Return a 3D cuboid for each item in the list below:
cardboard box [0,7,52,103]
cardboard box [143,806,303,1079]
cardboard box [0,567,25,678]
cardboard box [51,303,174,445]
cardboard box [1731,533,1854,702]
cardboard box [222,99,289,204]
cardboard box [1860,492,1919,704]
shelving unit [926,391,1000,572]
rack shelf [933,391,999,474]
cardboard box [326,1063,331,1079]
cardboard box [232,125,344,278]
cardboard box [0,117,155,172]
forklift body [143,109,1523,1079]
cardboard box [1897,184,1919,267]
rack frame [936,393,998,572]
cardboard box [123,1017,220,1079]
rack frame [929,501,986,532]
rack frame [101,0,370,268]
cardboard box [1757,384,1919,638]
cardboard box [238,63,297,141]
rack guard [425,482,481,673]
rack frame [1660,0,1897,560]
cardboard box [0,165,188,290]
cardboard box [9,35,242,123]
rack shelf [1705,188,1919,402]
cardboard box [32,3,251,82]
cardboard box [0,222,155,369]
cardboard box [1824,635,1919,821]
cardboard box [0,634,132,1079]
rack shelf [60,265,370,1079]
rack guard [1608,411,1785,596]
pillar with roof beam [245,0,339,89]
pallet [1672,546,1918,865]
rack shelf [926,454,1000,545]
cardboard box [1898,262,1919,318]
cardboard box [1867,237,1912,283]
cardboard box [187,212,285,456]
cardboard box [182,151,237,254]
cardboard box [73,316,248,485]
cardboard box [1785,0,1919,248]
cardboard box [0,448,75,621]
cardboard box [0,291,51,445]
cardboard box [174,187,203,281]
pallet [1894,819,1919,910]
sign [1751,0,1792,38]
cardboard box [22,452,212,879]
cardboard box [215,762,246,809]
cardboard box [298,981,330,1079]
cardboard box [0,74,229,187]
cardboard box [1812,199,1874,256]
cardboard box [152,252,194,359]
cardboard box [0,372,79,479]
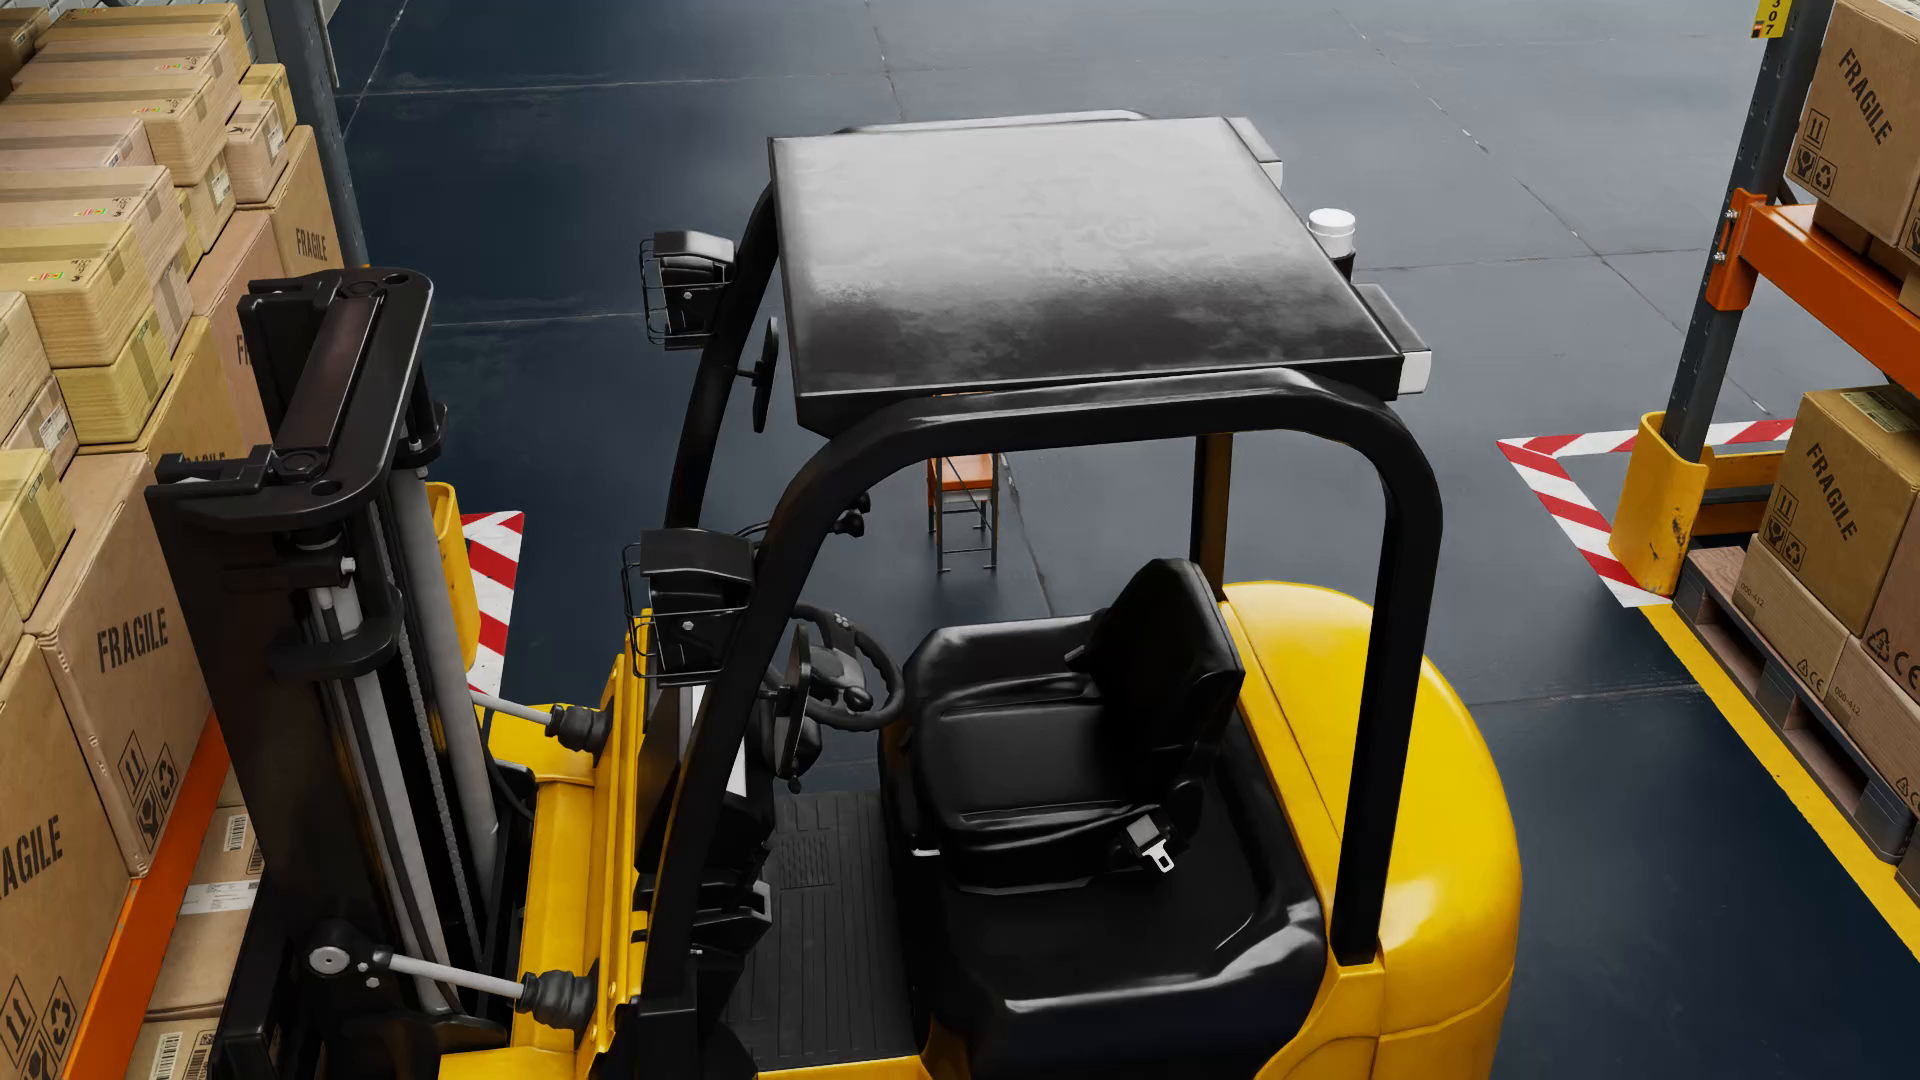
[{"bbox_3d":[-2.273,-1.085,3.749,0.380,0.149,0.250,-5,35,-7],"label":"cardboard box"},{"bbox_3d":[-1.522,0.776,3.129,0.500,0.250,0.500,-5,35,-7],"label":"cardboard box"},{"bbox_3d":[-1.494,0.153,2.198,0.380,0.149,0.250,-5,35,-8],"label":"cardboard box"},{"bbox_3d":[-1.585,-0.279,2.831,0.380,0.149,0.250,-4,34,-6],"label":"cardboard box"},{"bbox_3d":[2.646,0.200,4.862,0.500,0.250,0.500,-5,35,-7],"label":"cardboard box"},{"bbox_3d":[-1.718,-0.853,3.673,0.380,0.149,0.250,-4,34,-6],"label":"cardboard box"},{"bbox_3d":[2.725,0.195,4.204,0.500,0.500,0.500,-6,35,-8],"label":"cardboard box"},{"bbox_3d":[0.007,-0.404,5.411,0.215,1.050,0.252,-4,35,-6],"label":"shelving unit"},{"bbox_3d":[0.007,-0.395,5.416,0.215,0.259,0.240,-4,35,-6],"label":"rack shelf"},{"bbox_3d":[-1.522,1.191,3.407,0.500,0.250,0.500,-3,34,-5],"label":"cardboard box"},{"bbox_3d":[-1.780,-0.643,3.940,0.500,0.500,0.500,-5,35,-7],"label":"cardboard box"},{"bbox_3d":[-1.763,-0.681,3.156,0.380,0.149,0.250,-4,34,-6],"label":"cardboard box"},{"bbox_3d":[-0.043,0.415,3.231,2.313,2.155,1.214,-4,35,-6],"label":"forklift body"},{"bbox_3d":[2.674,-0.824,3.943,0.500,0.500,0.500,-3,34,-5],"label":"cardboard box"},{"bbox_3d":[0.024,-0.336,5.311,0.200,1.050,0.008,-4,35,-6],"label":"rack frame"},{"bbox_3d":[-1.459,1.069,2.698,0.500,0.250,0.500,-3,34,-5],"label":"cardboard box"},{"bbox_3d":[-0.009,-0.472,5.510,0.200,1.050,0.008,-4,35,-6],"label":"rack frame"},{"bbox_3d":[-2.106,-0.856,4.342,1.000,3.000,0.127,-4,35,-6],"label":"rack frame"},{"bbox_3d":[2.650,-0.097,4.631,0.500,0.500,0.500,-5,35,-8],"label":"cardboard box"},{"bbox_3d":[-1.782,-0.993,3.879,0.380,0.149,0.250,-4,34,-6],"label":"cardboard box"},{"bbox_3d":[-2.109,0.164,5.066,1.175,0.500,0.348,-4,35,-6],"label":"rack guard"},{"bbox_3d":[2.812,-1.234,4.897,1.000,3.000,0.127,-4,35,-6],"label":"rack frame"},{"bbox_3d":[-1.618,-0.544,2.955,0.380,0.149,0.250,-4,34,-5],"label":"cardboard box"},{"bbox_3d":[-1.785,-0.969,3.579,0.380,0.149,0.250,-4,35,-6],"label":"cardboard box"},{"bbox_3d":[3.081,0.179,3.462,1.077,0.370,4.000,-4,35,-6],"label":"rack shelf"},{"bbox_3d":[-1.849,-1.104,3.778,0.380,0.149,0.250,-4,35,-6],"label":"cardboard box"},{"bbox_3d":[-1.578,-0.400,2.744,0.380,0.149,0.250,-4,34,-5],"label":"cardboard box"},{"bbox_3d":[2.708,0.485,4.443,0.500,0.250,0.500,-3,34,-5],"label":"cardboard box"},{"bbox_3d":[-1.525,0.496,2.270,0.500,0.500,0.500,-5,35,-7],"label":"cardboard box"},{"bbox_3d":[-1.837,0.557,2.907,1.077,0.370,4.000,-4,35,-6],"label":"rack shelf"},{"bbox_3d":[2.822,-0.159,5.539,1.175,0.500,0.348,-4,35,-6],"label":"rack guard"},{"bbox_3d":[0.553,-6.552,7.374,9.100,9.000,0.400,-4,35,-6],"label":"pillar with roof beam"},{"bbox_3d":[2.896,0.417,4.951,1.003,0.211,1.213,-4,35,-6],"label":"pallet"},{"bbox_3d":[0.007,-0.166,5.573,0.215,0.259,0.240,-4,35,-6],"label":"rack shelf"},{"bbox_3d":[2.656,-0.631,4.235,0.380,0.149,0.250,-5,35,-8],"label":"cardboard box"},{"bbox_3d":[2.701,-0.785,4.461,0.380,0.149,0.250,-4,34,-6],"label":"cardboard box"},{"bbox_3d":[-1.719,-0.352,3.515,0.500,0.500,0.500,-3,34,-5],"label":"cardboard box"},{"bbox_3d":[-1.744,-0.703,3.454,0.380,0.149,0.250,-4,34,-5],"label":"cardboard box"},{"bbox_3d":[-1.650,-0.066,3.095,0.500,0.500,0.500,-5,35,-7],"label":"cardboard box"},{"bbox_3d":[2.601,-1.113,4.366,0.500,0.500,0.500,-5,35,-7],"label":"cardboard box"},{"bbox_3d":[-1.539,0.005,2.415,0.380,0.149,0.250,-5,35,-7],"label":"cardboard box"},{"bbox_3d":[-1.637,-0.249,2.523,0.380,0.149,0.250,-4,34,-6],"label":"cardboard box"},{"bbox_3d":[-1.722,-0.564,3.249,0.380,0.149,0.250,-5,35,-7],"label":"cardboard box"},{"bbox_3d":[3.057,1.096,3.954,1.003,0.211,1.213,-4,35,-6],"label":"pallet"},{"bbox_3d":[2.274,-1.551,4.593,0.100,0.325,0.005,-4,35,-6],"label":"sign"},{"bbox_3d":[-1.571,0.213,2.685,0.500,0.500,0.500,-4,34,-6],"label":"cardboard box"},{"bbox_3d":[-1.583,0.492,3.545,0.500,0.250,0.500,-4,34,-6],"label":"cardboard box"},{"bbox_3d":[-1.520,0.995,3.251,0.500,0.250,0.500,-4,35,-7],"label":"cardboard box"},{"bbox_3d":[-1.723,-0.825,3.368,0.380,0.149,0.250,-4,34,-5],"label":"cardboard box"},{"bbox_3d":[2.653,-0.925,4.667,0.380,0.149,0.250,-4,35,-6],"label":"cardboard box"},{"bbox_3d":[-1.639,-0.419,3.036,0.380,0.149,0.250,-5,35,-8],"label":"cardboard box"},{"bbox_3d":[-1.641,-0.133,2.617,0.380,0.149,0.250,-5,35,-7],"label":"cardboard box"}]
